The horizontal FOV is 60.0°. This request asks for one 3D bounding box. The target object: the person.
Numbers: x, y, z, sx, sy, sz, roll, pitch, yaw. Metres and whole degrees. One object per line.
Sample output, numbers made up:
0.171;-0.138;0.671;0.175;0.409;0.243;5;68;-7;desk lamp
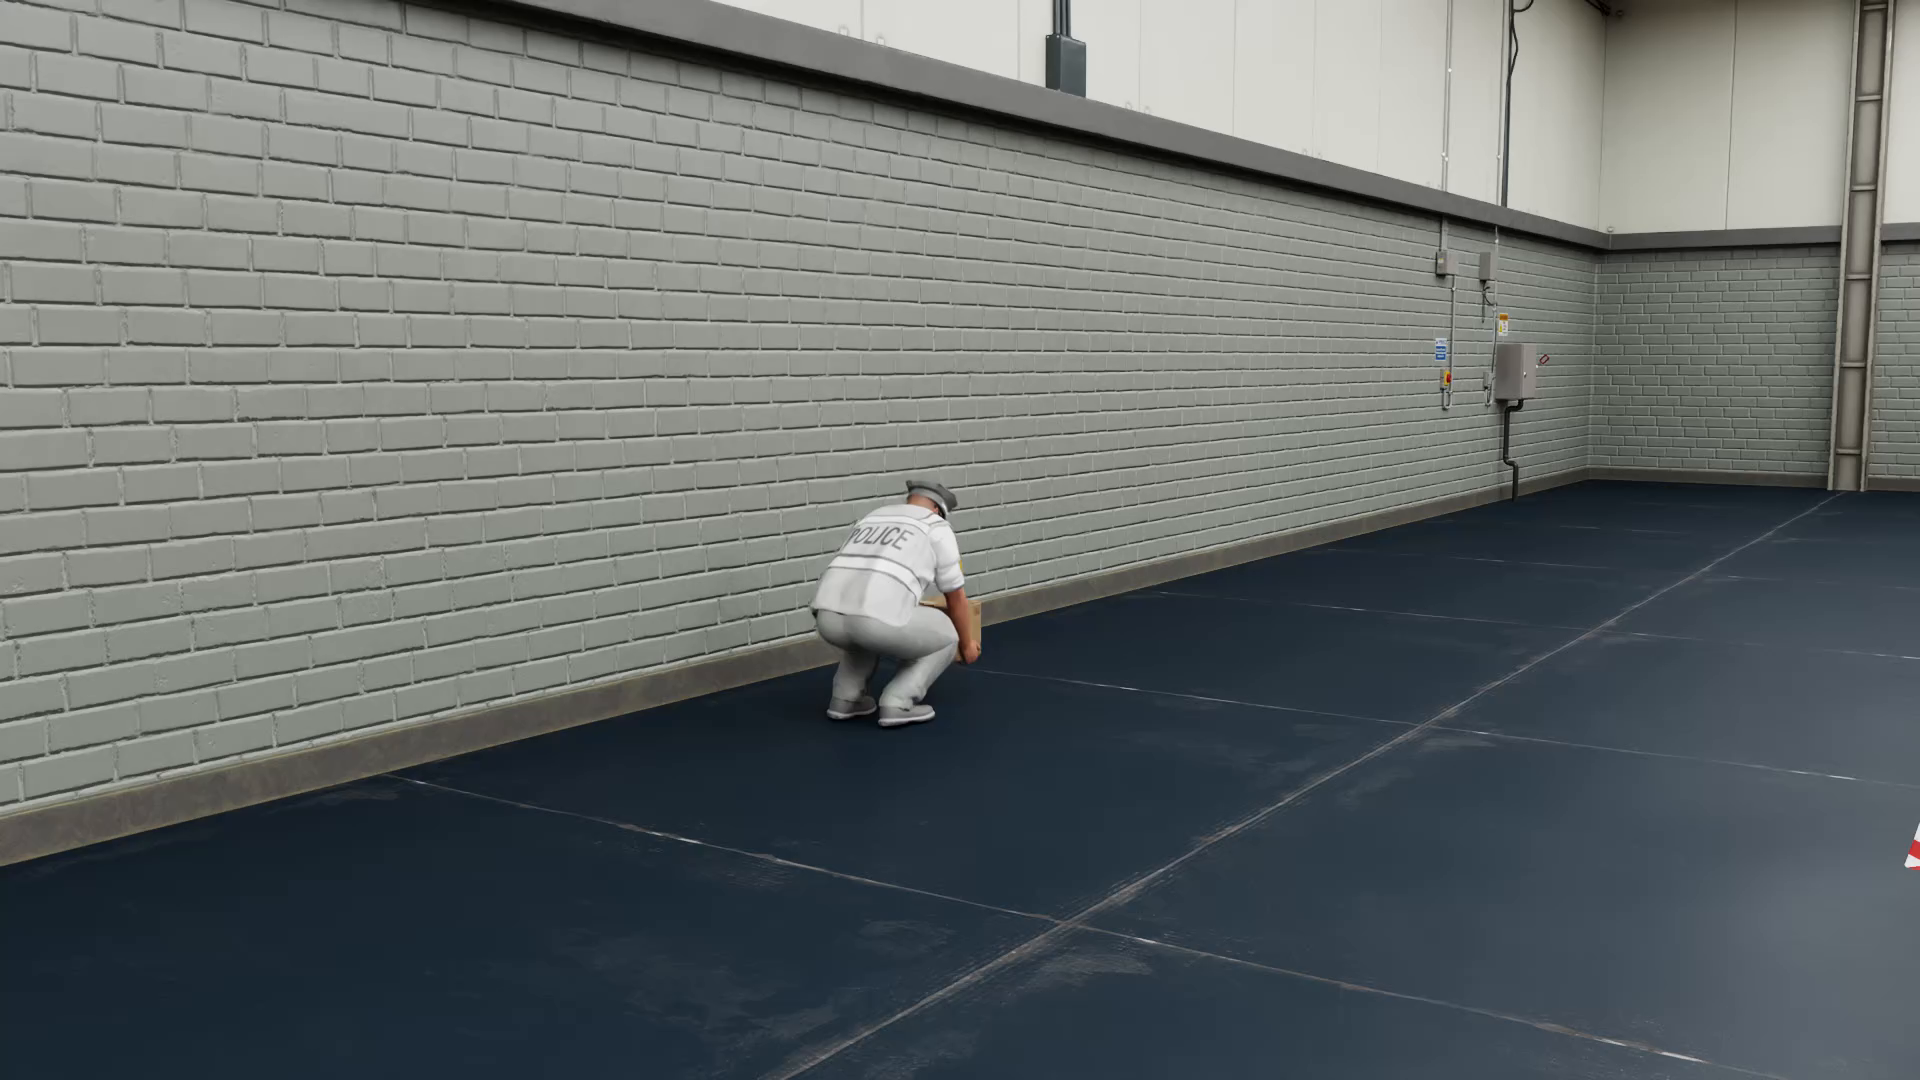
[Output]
-0.279;0.263;7.267;0.534;1.022;0.925;4;7;32;person
